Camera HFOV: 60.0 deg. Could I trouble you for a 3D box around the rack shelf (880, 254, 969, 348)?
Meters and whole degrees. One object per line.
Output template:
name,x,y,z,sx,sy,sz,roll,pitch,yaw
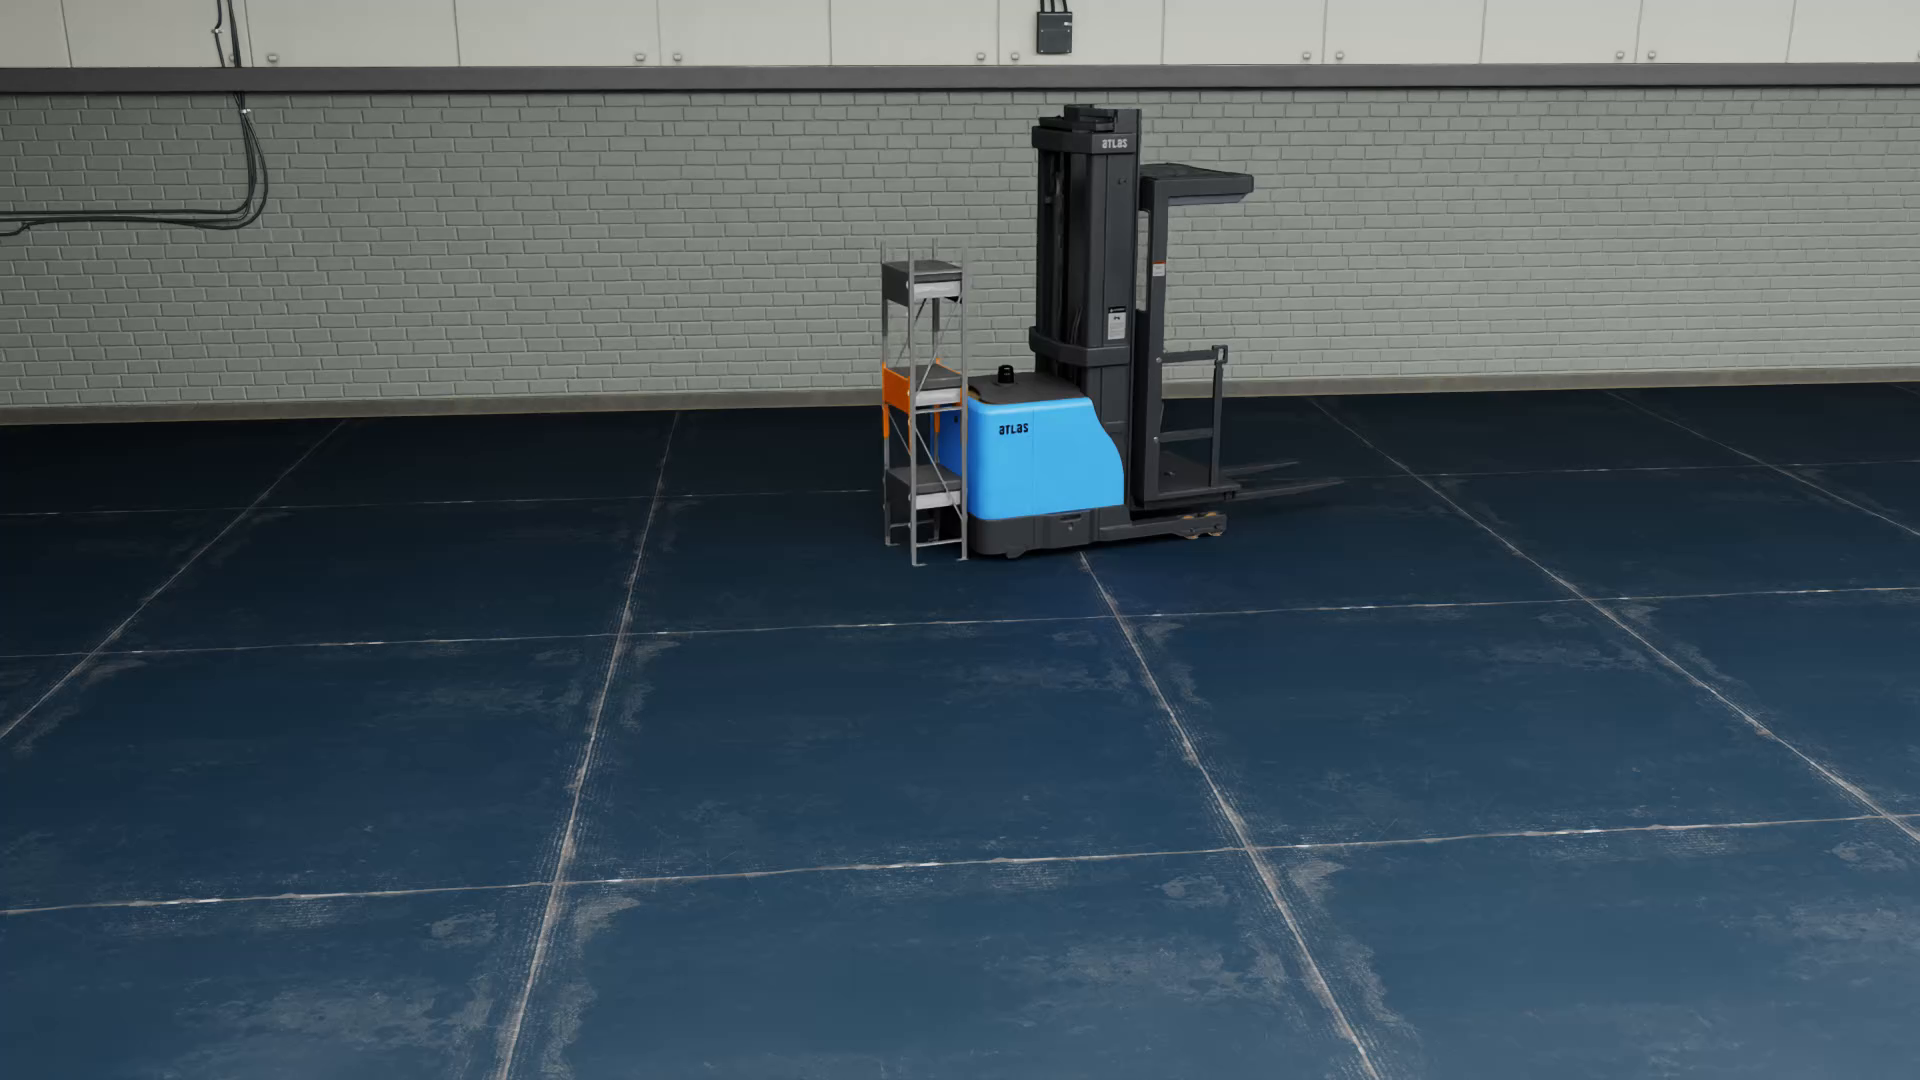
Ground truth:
rack shelf,-0.237,-1.567,10.872,0.431,0.518,0.480,-7,19,-22

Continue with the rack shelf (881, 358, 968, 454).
rack shelf,-0.237,-0.899,11.082,0.431,0.518,0.480,-7,19,-22

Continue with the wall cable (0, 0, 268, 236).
wall cable,-7.604,-3.868,14.157,3.097,2.526,0.112,-2,18,-6

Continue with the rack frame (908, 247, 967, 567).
rack frame,-0.140,-0.845,10.864,0.400,2.100,0.015,-7,19,-22

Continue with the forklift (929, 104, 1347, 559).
forklift,1.343,-1.539,11.687,3.031,2.935,1.130,-7,19,-21

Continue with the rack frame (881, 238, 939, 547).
rack frame,-0.334,-0.979,11.292,0.400,2.100,0.015,-7,19,-22

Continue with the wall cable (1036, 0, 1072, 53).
wall cable,1.841,-7.260,14.102,2.305,6.003,0.169,-2,18,-6

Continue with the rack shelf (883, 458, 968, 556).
rack shelf,-0.237,-0.232,11.292,0.431,0.518,0.480,-7,19,-22

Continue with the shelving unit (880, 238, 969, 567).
shelving unit,-0.237,-0.912,11.078,0.431,2.100,0.503,-7,19,-22
